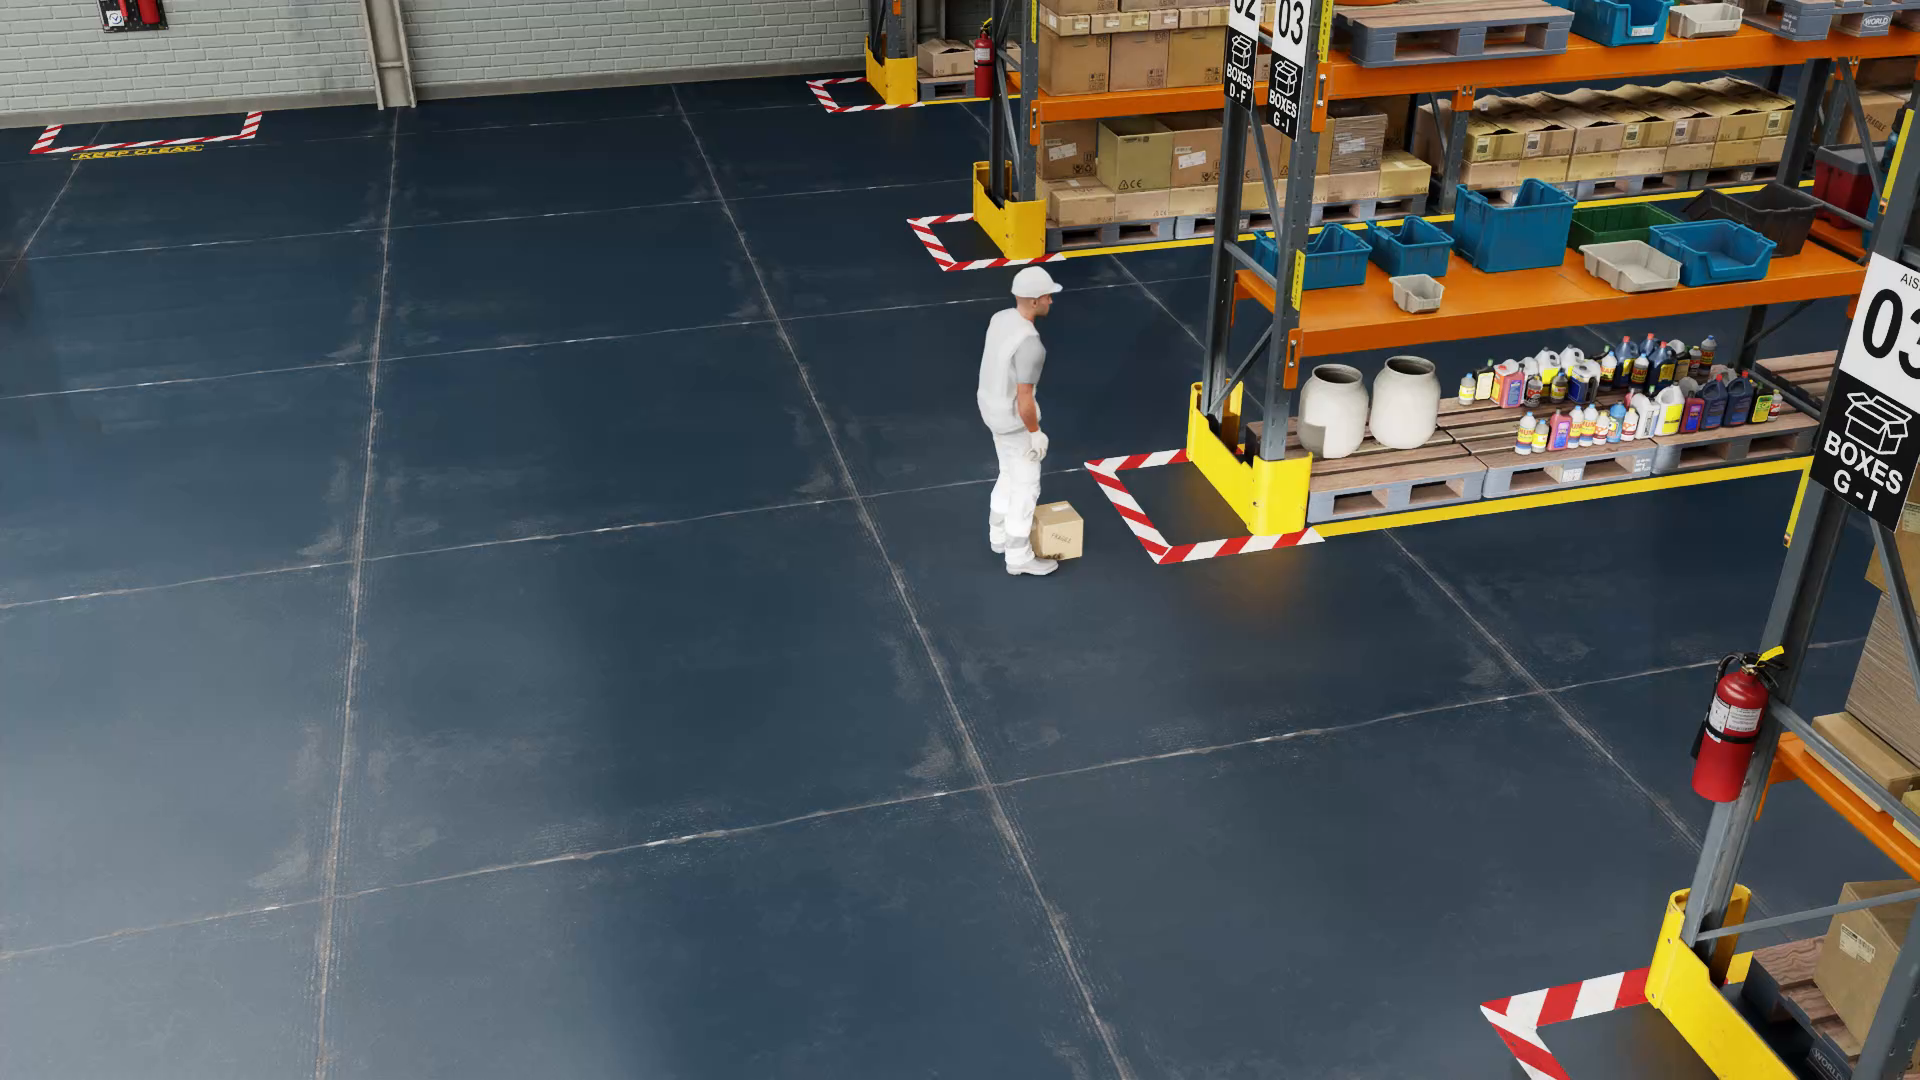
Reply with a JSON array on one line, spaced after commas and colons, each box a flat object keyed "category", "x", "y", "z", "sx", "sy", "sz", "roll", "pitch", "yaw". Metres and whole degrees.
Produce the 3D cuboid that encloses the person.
[{"category": "person", "x": 0.345, "y": -0.682, "z": 9.408, "sx": 0.455, "sy": 1.779, "sz": 0.613, "roll": -8, "pitch": 31, "yaw": -14}]
